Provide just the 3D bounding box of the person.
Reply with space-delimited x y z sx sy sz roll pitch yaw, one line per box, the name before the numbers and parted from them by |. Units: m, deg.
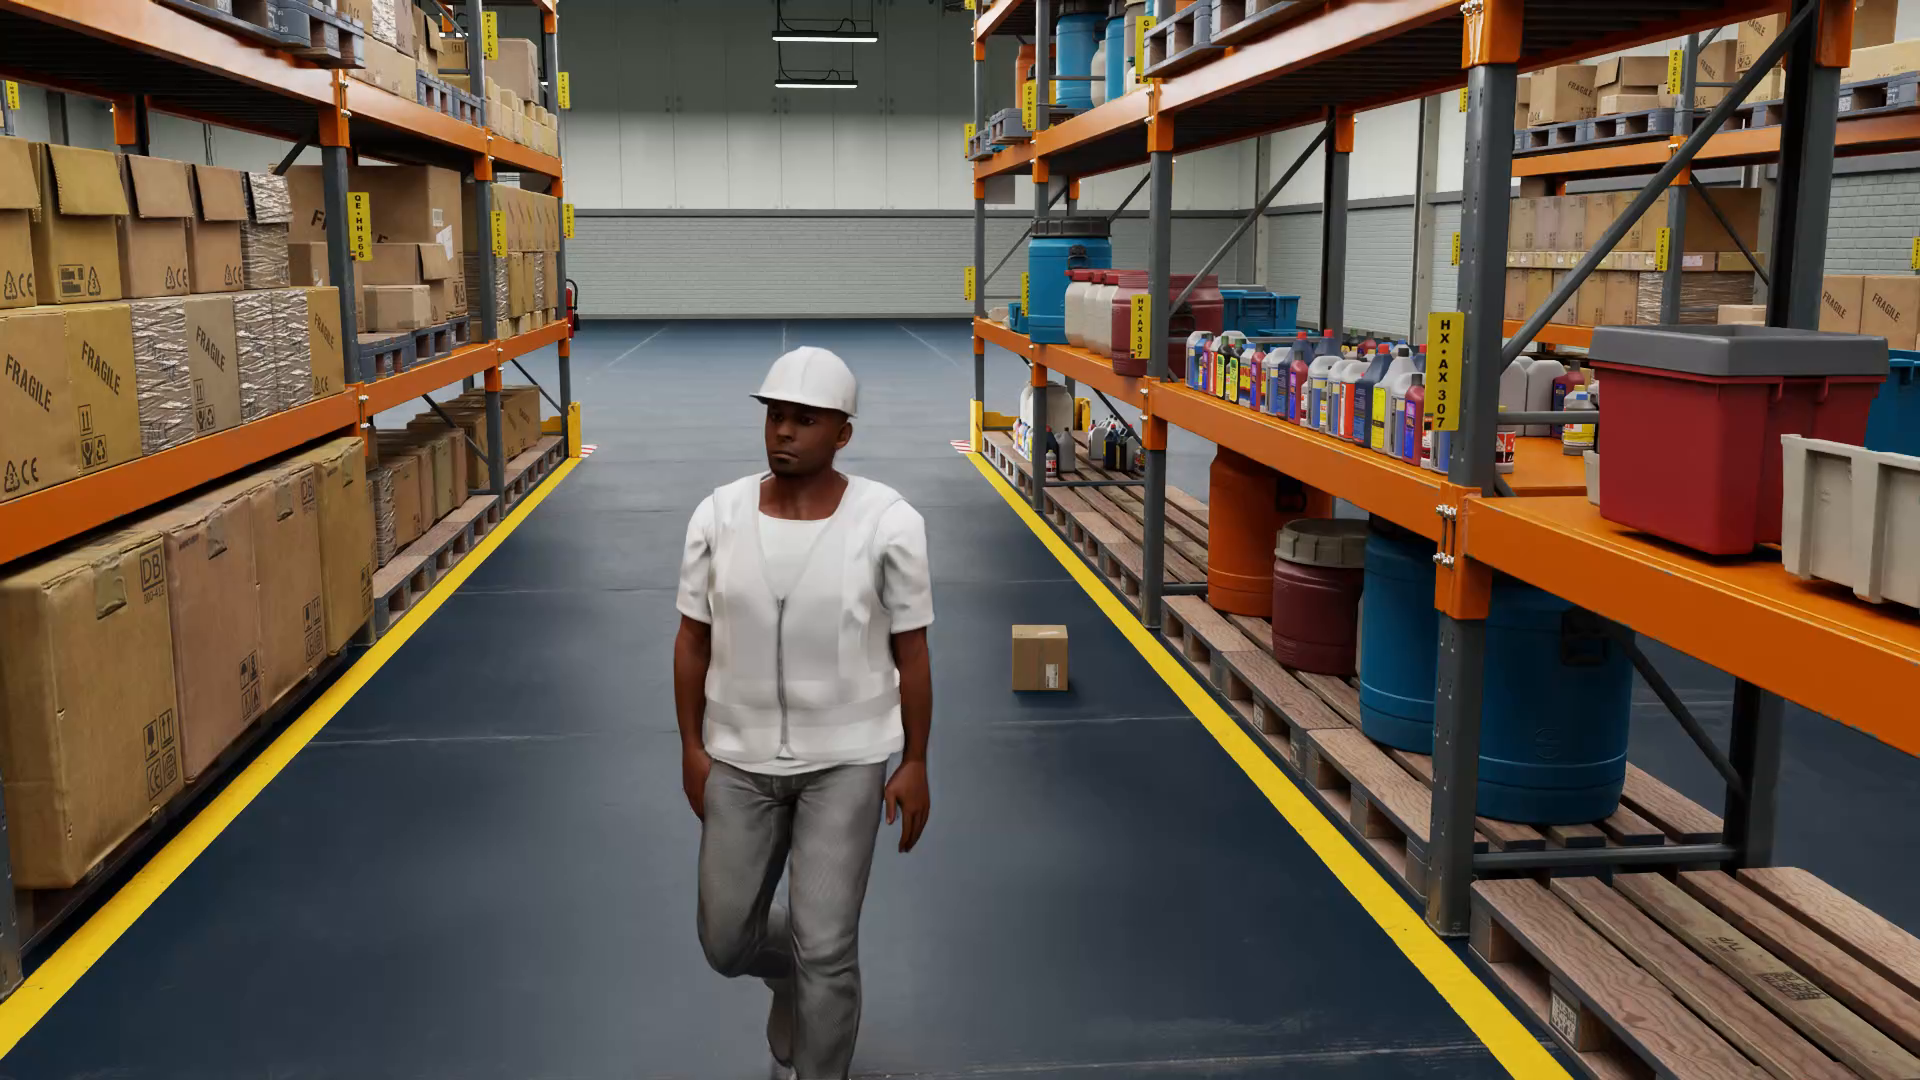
person | -0.346 0.459 3.616 0.573 1.753 0.684 2 10 9
